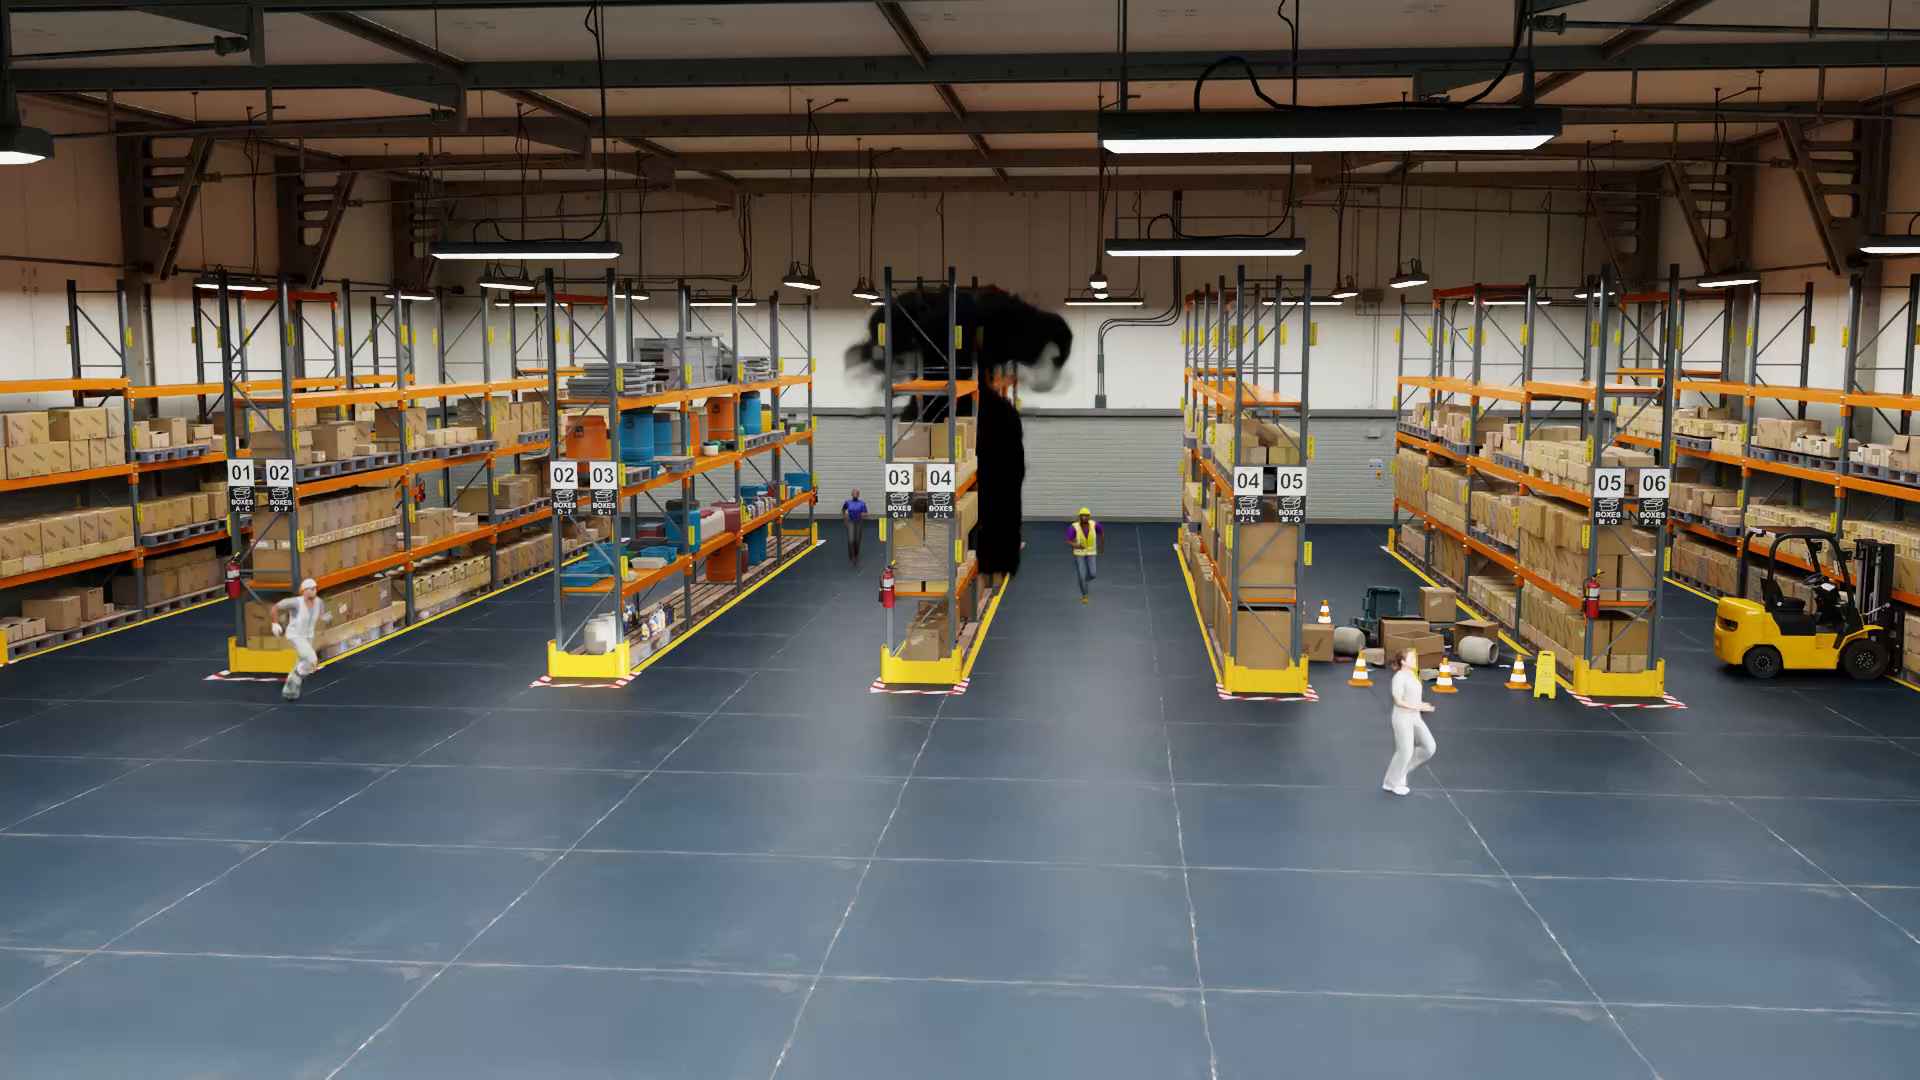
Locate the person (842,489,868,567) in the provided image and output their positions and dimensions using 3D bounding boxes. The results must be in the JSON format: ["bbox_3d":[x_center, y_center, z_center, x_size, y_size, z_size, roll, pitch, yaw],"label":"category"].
[{"bbox_3d":[-2.318,-0.264,36.769,0.558,1.708,0.758,-1,7,-8],"label":"person"}]

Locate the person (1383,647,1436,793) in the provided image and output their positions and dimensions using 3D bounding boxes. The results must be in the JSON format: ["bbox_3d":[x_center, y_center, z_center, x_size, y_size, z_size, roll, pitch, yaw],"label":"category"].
[{"bbox_3d":[4.934,1.981,18.215,0.582,1.633,0.549,6,9,41],"label":"person"}]

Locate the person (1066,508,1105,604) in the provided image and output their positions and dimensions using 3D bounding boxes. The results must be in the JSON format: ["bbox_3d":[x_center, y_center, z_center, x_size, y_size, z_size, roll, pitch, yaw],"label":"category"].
[{"bbox_3d":[2.251,0.286,29.527,0.749,1.731,0.648,-1,7,-8],"label":"person"}]

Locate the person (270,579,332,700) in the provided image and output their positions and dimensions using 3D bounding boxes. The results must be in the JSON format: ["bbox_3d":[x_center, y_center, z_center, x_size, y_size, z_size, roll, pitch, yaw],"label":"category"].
[{"bbox_3d":[-9.030,1.370,22.871,0.839,1.703,0.648,3,7,21],"label":"person"}]
